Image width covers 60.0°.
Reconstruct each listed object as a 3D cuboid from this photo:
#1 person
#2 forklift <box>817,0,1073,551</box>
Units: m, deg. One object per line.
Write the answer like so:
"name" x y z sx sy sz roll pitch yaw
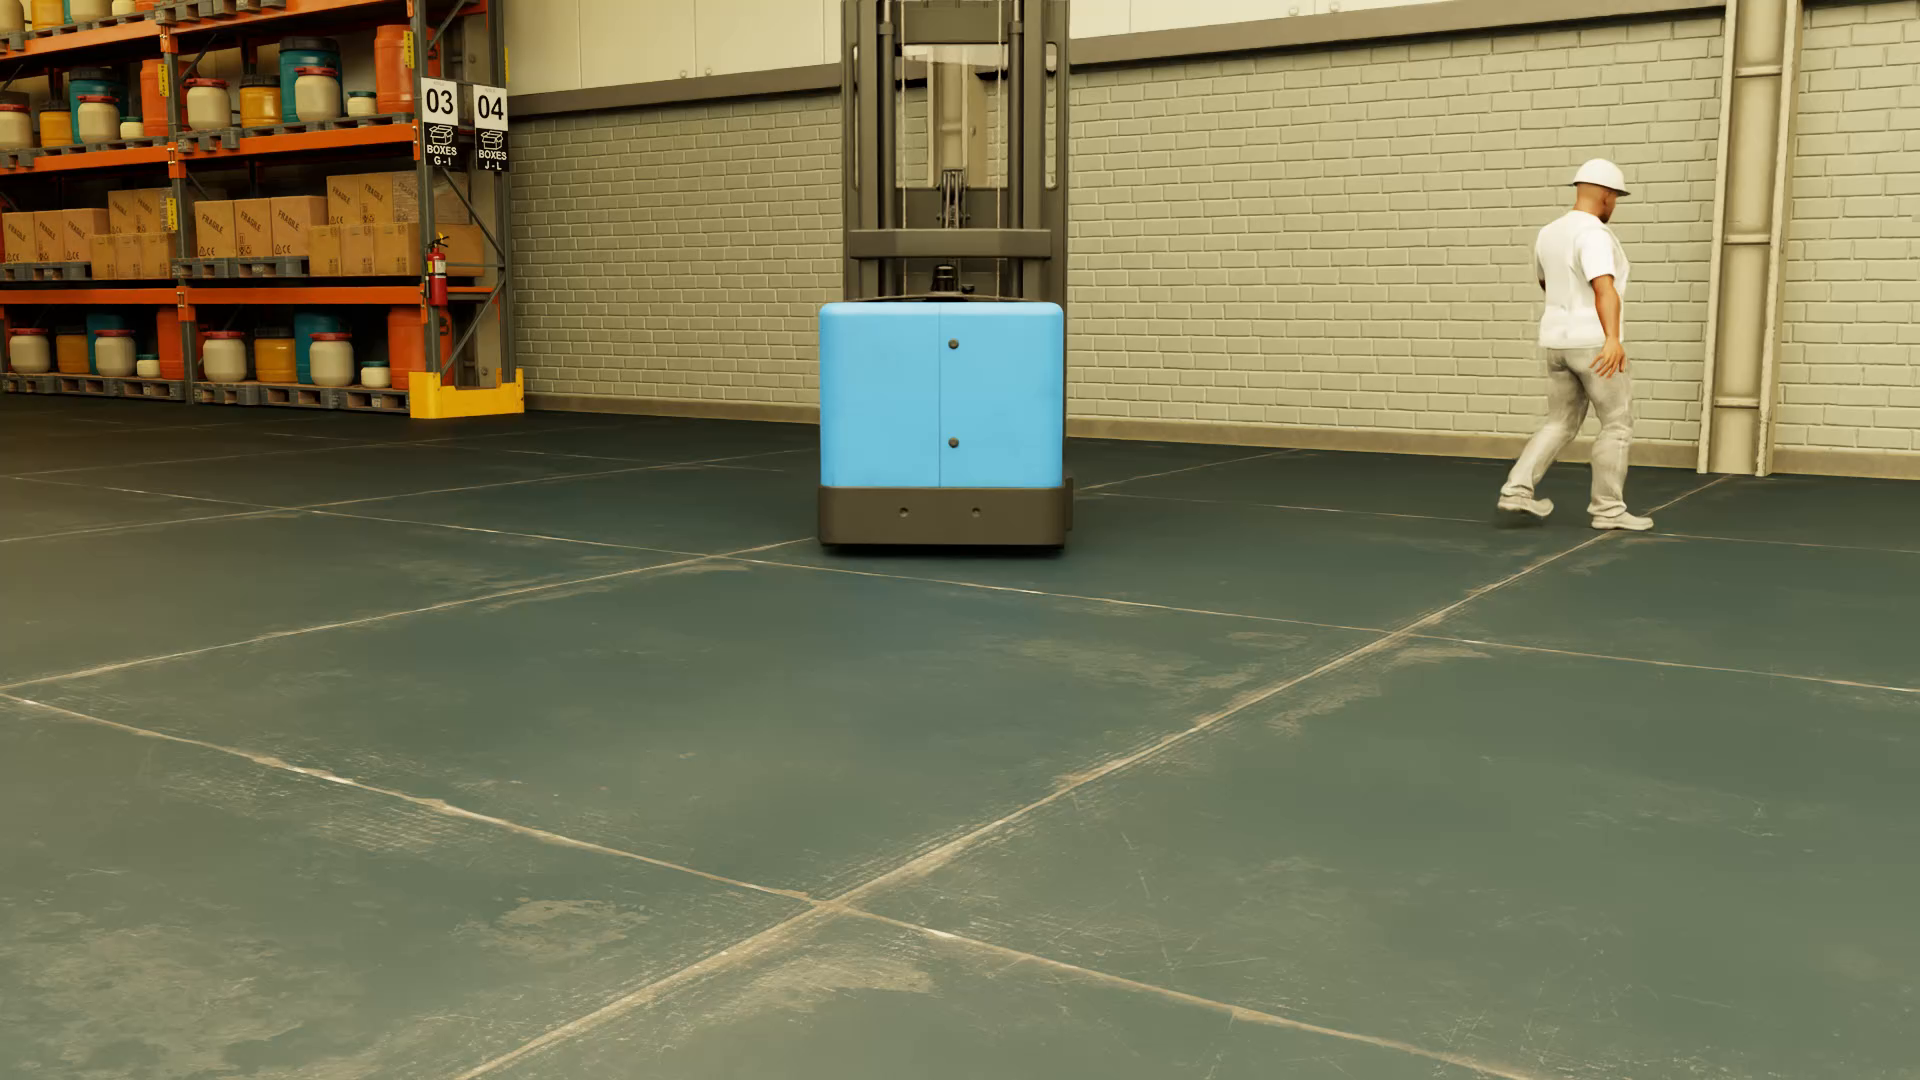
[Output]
"person" 2.993 -0.920 7.898 0.739 1.745 0.982 -2 8 -13
"forklift" -0.009 -1.573 8.258 1.130 2.935 3.031 0 8 3
